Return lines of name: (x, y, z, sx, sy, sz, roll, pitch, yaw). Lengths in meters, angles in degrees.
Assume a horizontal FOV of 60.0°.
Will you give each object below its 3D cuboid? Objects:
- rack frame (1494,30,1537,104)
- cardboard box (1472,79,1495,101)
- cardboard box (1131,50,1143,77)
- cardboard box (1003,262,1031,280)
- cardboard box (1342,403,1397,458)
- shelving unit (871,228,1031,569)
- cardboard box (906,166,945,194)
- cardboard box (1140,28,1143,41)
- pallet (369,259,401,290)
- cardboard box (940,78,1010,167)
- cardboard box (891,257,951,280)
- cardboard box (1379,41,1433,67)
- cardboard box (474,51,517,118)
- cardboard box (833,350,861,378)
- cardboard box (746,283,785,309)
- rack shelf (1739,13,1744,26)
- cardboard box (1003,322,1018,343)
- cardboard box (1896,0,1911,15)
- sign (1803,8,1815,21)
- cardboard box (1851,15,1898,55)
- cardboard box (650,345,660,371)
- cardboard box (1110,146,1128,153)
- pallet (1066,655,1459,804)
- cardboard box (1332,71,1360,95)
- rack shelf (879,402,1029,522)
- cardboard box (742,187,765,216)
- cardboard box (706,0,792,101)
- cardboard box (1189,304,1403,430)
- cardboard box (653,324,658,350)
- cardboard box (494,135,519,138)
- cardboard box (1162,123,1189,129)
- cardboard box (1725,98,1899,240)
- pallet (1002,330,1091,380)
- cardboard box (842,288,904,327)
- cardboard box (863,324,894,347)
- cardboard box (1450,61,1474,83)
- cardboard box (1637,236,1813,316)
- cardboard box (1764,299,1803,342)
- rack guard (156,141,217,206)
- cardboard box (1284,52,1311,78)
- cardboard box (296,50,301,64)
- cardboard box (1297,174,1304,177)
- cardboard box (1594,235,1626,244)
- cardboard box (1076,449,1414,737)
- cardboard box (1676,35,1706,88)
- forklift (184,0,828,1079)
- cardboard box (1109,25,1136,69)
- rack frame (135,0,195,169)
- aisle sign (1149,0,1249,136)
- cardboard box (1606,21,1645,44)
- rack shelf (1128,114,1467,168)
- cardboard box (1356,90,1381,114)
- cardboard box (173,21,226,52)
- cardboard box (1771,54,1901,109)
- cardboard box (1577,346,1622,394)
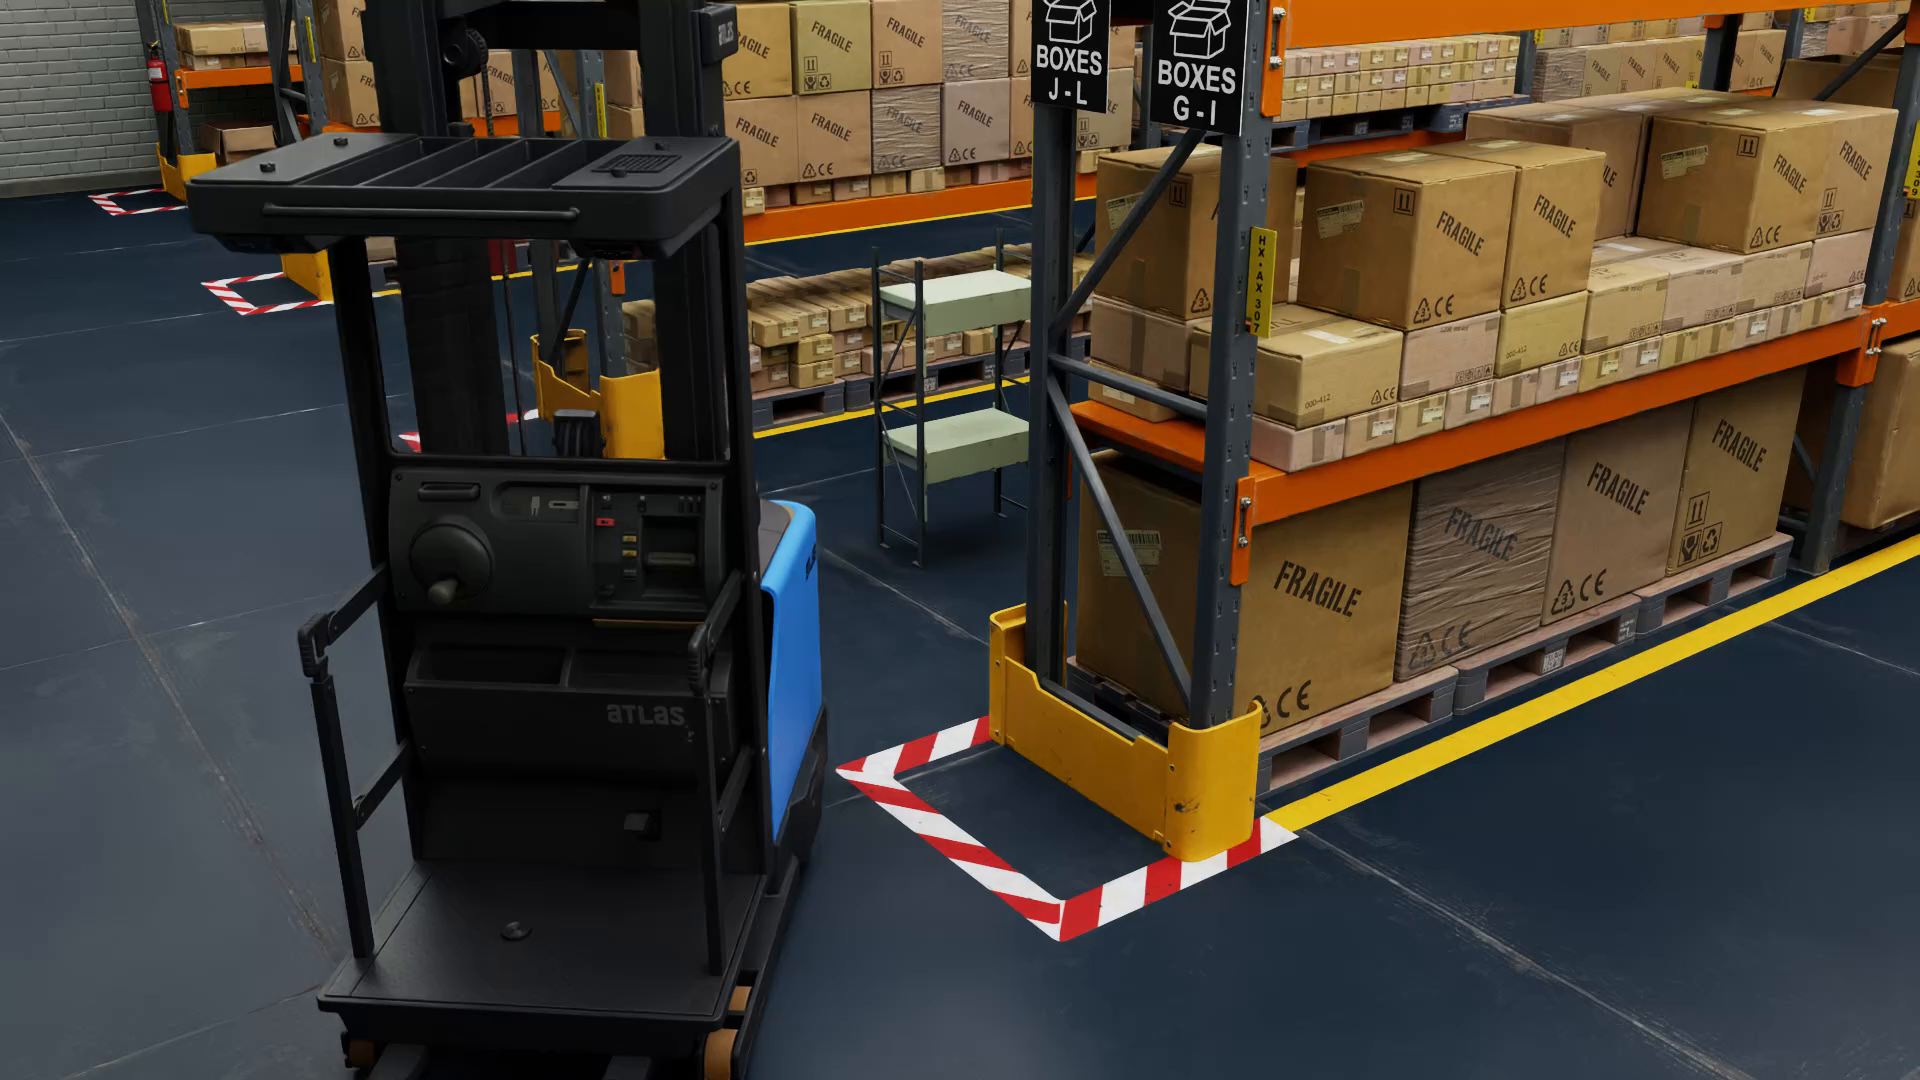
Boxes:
rack frame: (4.267, -3.751, 13.750, 0.127, 3.000, 1.000, -15, 26, -33)
cardboard box: (3.933, -3.531, 12.971, 0.250, 0.149, 0.380, -15, 26, -33)
cardboard box: (1.232, -3.386, 11.804, 0.250, 0.149, 0.380, -14, 25, -30)
cardboard box: (0.501, -1.754, 11.222, 0.250, 0.149, 0.380, -15, 26, -33)
cardboard box: (1.276, -0.422, 5.747, 0.250, 0.149, 0.380, -15, 26, -34)
shelving unit: (0.005, -0.698, 8.122, 0.755, 1.500, 0.431, -15, 26, -33)
cardboard box: (-0.302, -2.276, 10.393, 0.250, 0.149, 0.380, -14, 26, -32)
cardboard box: (1.916, -5.362, 17.560, 0.250, 0.149, 0.380, -17, 27, -36)
pallet: (-4.596, -2.388, 14.097, 1.213, 0.211, 1.003, -15, 26, -33)
cardboard box: (-0.034, -2.661, 10.482, 0.500, 0.500, 0.500, -15, 26, -33)
cardboard box: (-0.268, -1.815, 11.376, 0.250, 0.149, 0.380, -14, 26, -32)
cardboard box: (3.306, -3.642, 12.446, 0.250, 0.149, 0.380, -15, 26, -33)
cardboard box: (-3.825, -3.774, 13.671, 0.500, 0.500, 0.500, -15, 26, -33)
cardboard box: (-0.829, -1.151, 10.514, 0.250, 0.149, 0.380, -15, 26, -33)
cardboard box: (-1.324, -1.526, 10.651, 0.250, 0.149, 0.380, -16, 27, -35)
rack shelf: (5.458, -2.863, 8.448, 4.000, 0.370, 1.077, -15, 26, -33)
cardboard box: (0.180, -1.441, 11.240, 0.250, 0.149, 0.380, -16, 27, -34)
cardboard box: (9.157, -5.604, 16.735, 0.500, 0.550, 0.875, -15, 26, -33)
sign: (7.839, -4.957, 15.316, 0.005, 0.325, 0.100, -15, 26, -33)
cardboard box: (8.747, -4.978, 16.620, 0.550, 0.550, 0.875, -15, 26, -33)
cardboard box: (-1.651, -1.065, 9.896, 0.250, 0.149, 0.380, -14, 26, -31)
cardboard box: (0.925, -2.637, 11.295, 0.250, 0.149, 0.380, -15, 26, -33)
pallet: (1.191, 0.593, 6.626, 1.213, 0.211, 1.003, -15, 26, -33)
cardboard box: (2.671, -3.334, 12.076, 0.250, 0.149, 0.380, -15, 26, -34)
rack shelf: (0.005, -0.395, 8.243, 0.720, 0.370, 0.431, -15, 26, -33)
cardboard box: (-1.340, -1.984, 9.660, 0.250, 0.149, 0.380, -16, 27, -34)
cardboard box: (-1.301, -2.797, 9.473, 0.500, 0.500, 0.500, -14, 26, -31)
cardboard box: (1.135, -0.597, 5.646, 0.500, 0.250, 0.500, -16, 27, -34)
cardboard box: (-1.603, -1.178, 9.779, 0.250, 0.149, 0.380, -16, 27, -35)
cardboard box: (-5.135, -4.507, 18.925, 0.250, 0.149, 0.380, -16, 27, -34)
cardboard box: (1.609, -2.911, 11.416, 0.250, 0.149, 0.380, -16, 27, -35)
cardboard box: (3.618, -1.608, 7.169, 0.500, 0.500, 0.500, -14, 26, -31)
pallet: (0.496, -1.434, 11.706, 1.213, 0.211, 1.003, -15, 26, -33)
cardboard box: (-0.546, -1.469, 10.508, 0.250, 0.149, 0.380, -14, 26, -32)
cardboard box: (-0.622, -1.367, 10.653, 0.250, 0.149, 0.380, -13, 25, -30)
cardboard box: (3.704, -3.608, 12.761, 0.250, 0.149, 0.380, -14, 26, -32)
cardboard box: (3.211, -1.153, 7.039, 0.500, 0.250, 0.500, -14, 26, -31)
cardboard box: (3.361, -0.979, 7.141, 0.250, 0.149, 0.380, -15, 26, -34)
rack guard: (-8.040, -3.835, 17.332, 0.348, 0.500, 1.175, -15, 26, -33)
cardboard box: (2.245, -3.357, 11.732, 0.250, 0.149, 0.380, -15, 26, -34)
cardboard box: (-6.849, -5.083, 17.427, 0.250, 0.149, 0.380, -14, 26, -32)
cardboard box: (2.323, -2.731, 12.987, 0.500, 0.250, 0.500, -16, 27, -35)
cardboard box: (2.477, -1.197, 7.150, 0.500, 0.250, 0.500, -14, 26, -32)
cardboard box: (1.061, 0.124, 6.340, 0.875, 0.875, 0.875, -15, 26, -33)
cardboard box: (6.426, -4.251, 14.868, 0.500, 0.500, 0.500, -15, 26, -32)
forklift: (-1.127, 0.026, 4.377, 1.130, 2.935, 3.031, 2, 22, 4)
cardboard box: (0.797, -3.351, 10.862, 0.500, 0.500, 0.500, -16, 27, -35)
rack frame: (-8.102, -4.979, 16.828, 0.127, 3.000, 1.000, -15, 26, -33)
aisle sign: (0.705, -1.607, 4.869, 0.004, 0.787, 0.394, -15, 26, -33)
cardboard box: (5.462, -4.578, 14.337, 0.500, 0.500, 0.700, -15, 26, -34)
rack shelf: (2.644, -2.984, 12.798, 4.000, 0.370, 1.077, -15, 26, -33)
cardboard box: (2.872, -3.249, 12.262, 0.250, 0.149, 0.380, -16, 27, -35)
cardboard box: (-7.883, -5.227, 17.250, 0.500, 0.250, 0.500, -14, 26, -31)
cardboard box: (4.349, -2.024, 7.934, 0.637, 0.503, 0.797, -16, 27, -34)
cardboard box: (2.317, -0.700, 6.442, 0.250, 0.149, 0.380, -16, 27, -34)
